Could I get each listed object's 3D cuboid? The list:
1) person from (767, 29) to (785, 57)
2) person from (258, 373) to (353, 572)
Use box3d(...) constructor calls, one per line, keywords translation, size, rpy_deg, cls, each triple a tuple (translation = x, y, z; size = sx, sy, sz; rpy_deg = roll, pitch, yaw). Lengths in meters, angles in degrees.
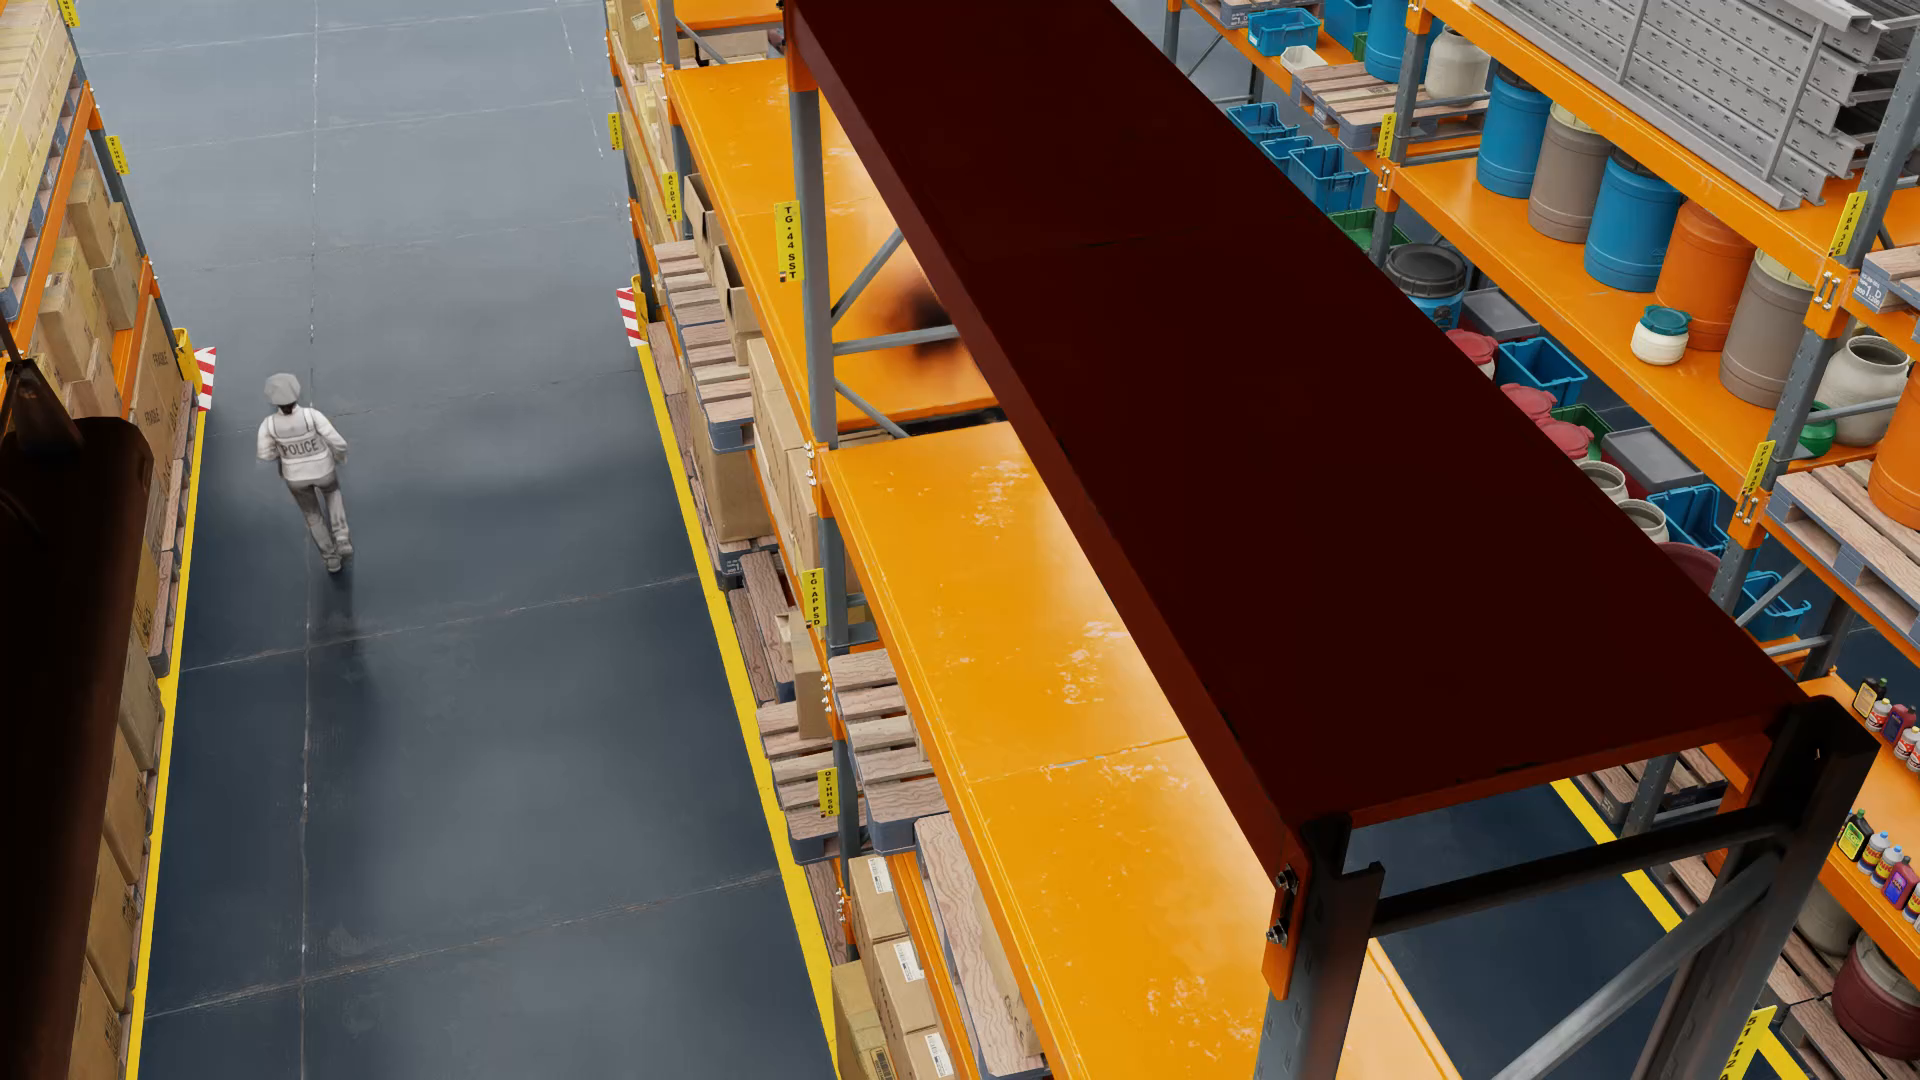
box3d(translation=(-2.343, -6.248, 19.369), size=(0.899, 1.676, 0.576), rpy_deg=(4, 39, 5), cls="person")
box3d(translation=(-4.756, -0.526, 12.165), size=(0.615, 1.653, 0.541), rpy_deg=(-13, 40, -16), cls="person")
